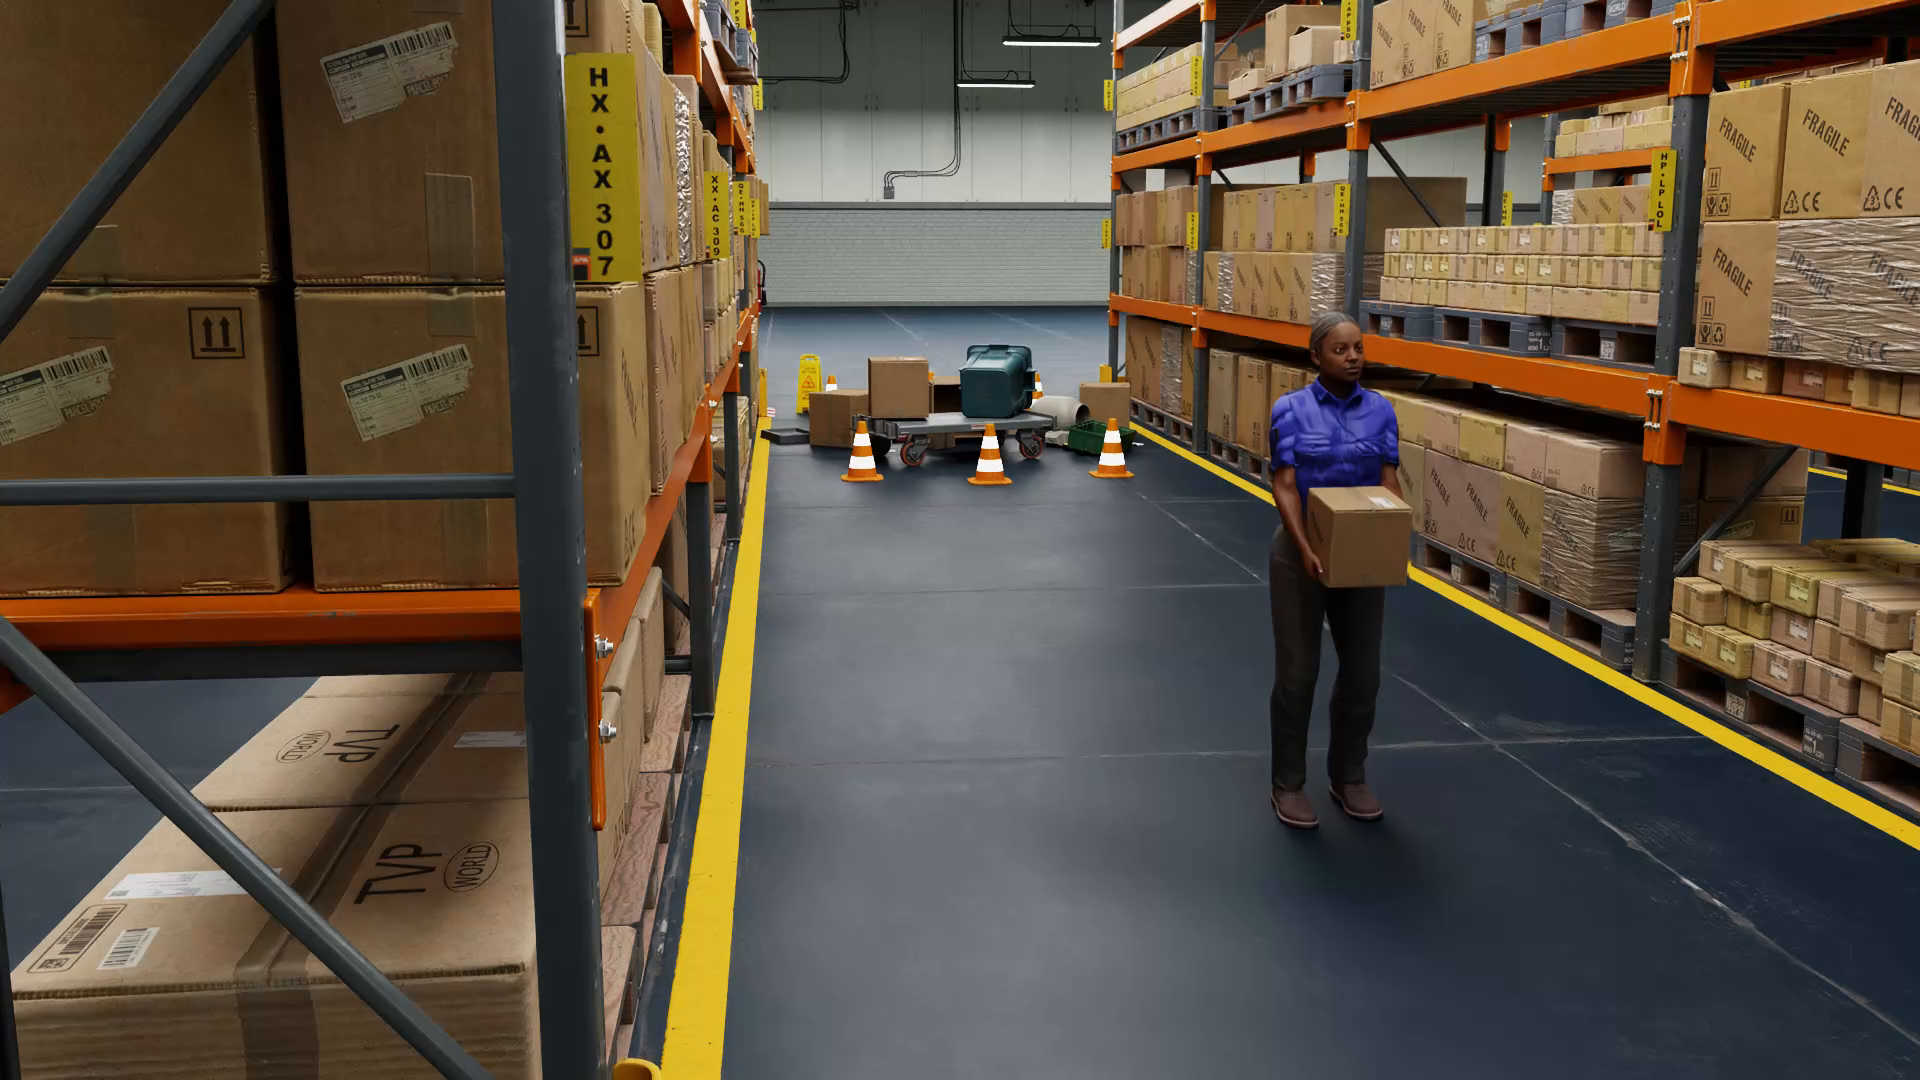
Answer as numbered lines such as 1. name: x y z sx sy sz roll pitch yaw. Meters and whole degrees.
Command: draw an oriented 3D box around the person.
1. person: 1.220 0.102 5.375 0.435 1.657 0.504 -1 10 -7
